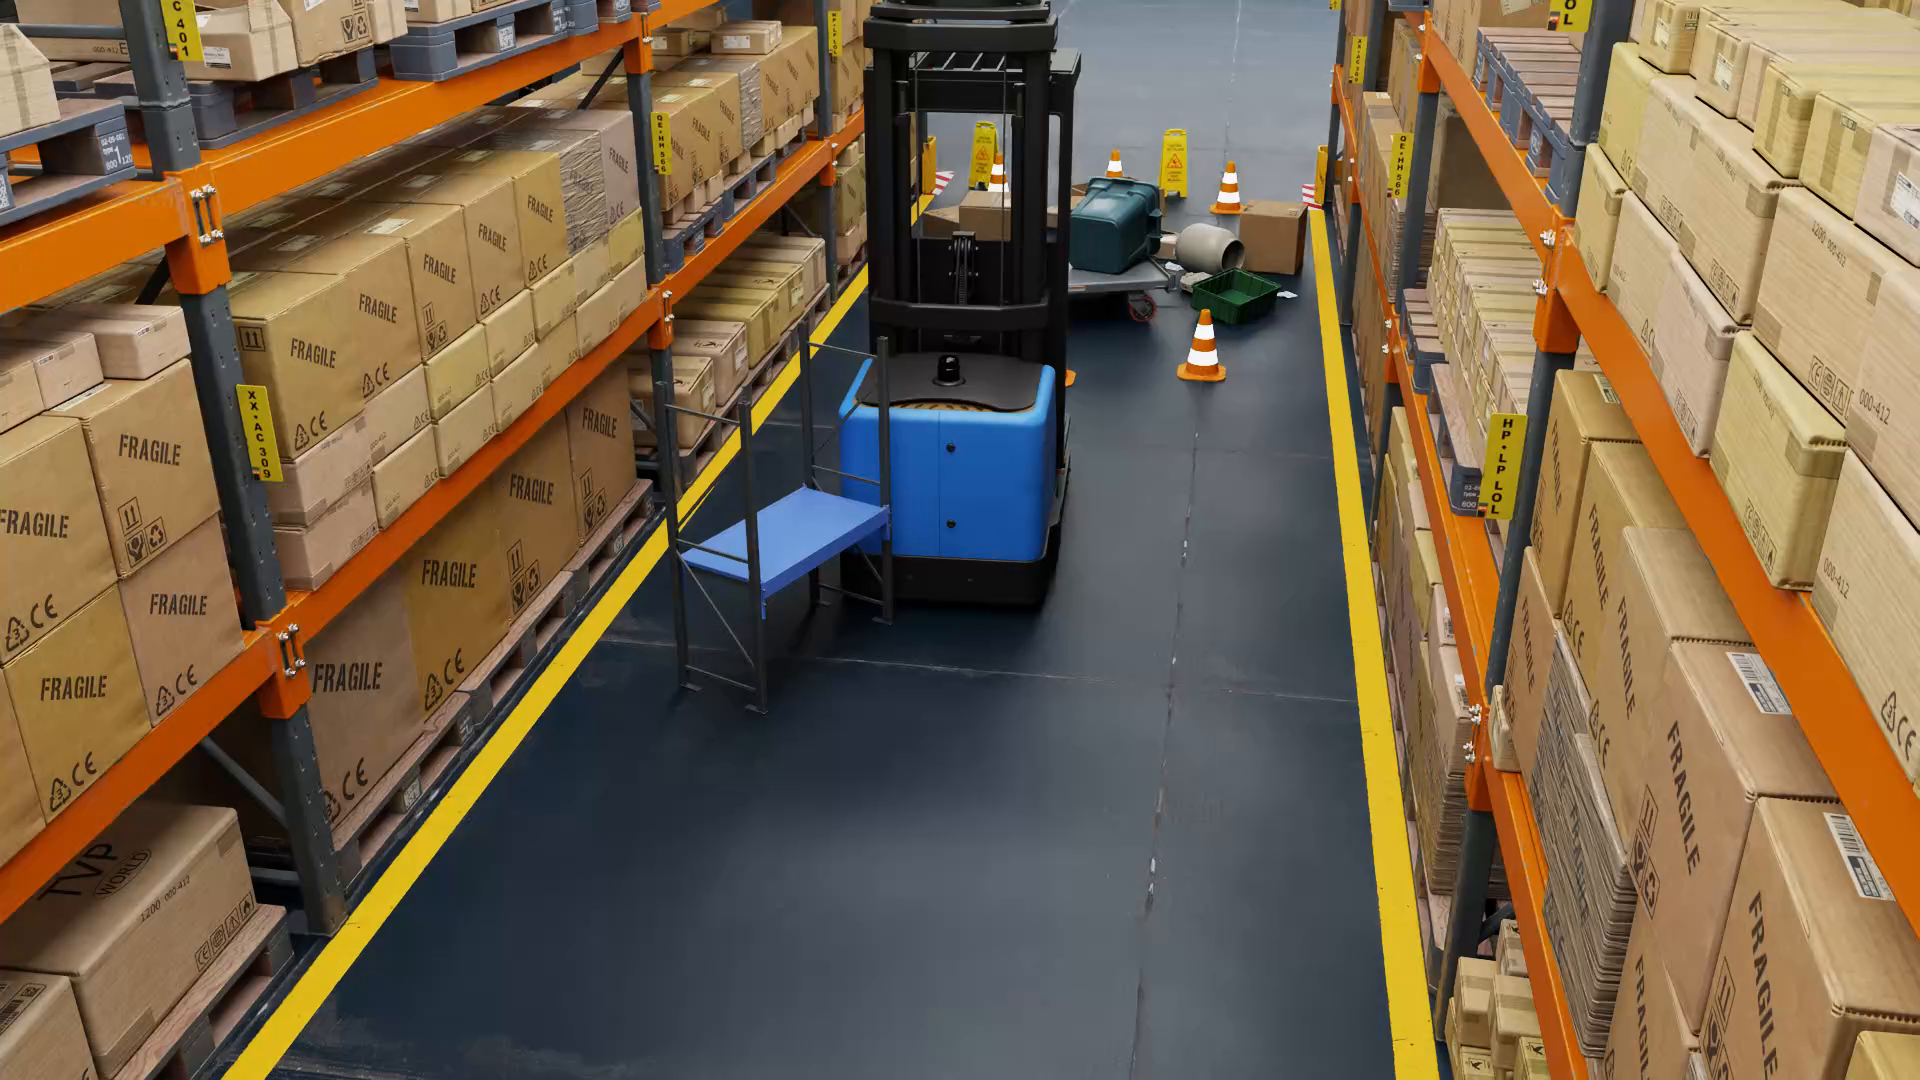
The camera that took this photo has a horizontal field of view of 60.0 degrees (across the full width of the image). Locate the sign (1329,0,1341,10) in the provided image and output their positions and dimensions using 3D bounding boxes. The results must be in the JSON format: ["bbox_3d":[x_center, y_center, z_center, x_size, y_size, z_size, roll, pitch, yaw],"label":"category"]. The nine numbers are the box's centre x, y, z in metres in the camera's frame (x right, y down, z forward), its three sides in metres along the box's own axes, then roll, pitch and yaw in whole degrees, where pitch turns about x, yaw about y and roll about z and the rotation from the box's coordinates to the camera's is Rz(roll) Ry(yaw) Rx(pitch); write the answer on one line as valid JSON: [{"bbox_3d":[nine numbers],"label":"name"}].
[{"bbox_3d":[3.525,-5.137,15.571,0.100,0.325,0.005,4,25,9],"label":"sign"}]

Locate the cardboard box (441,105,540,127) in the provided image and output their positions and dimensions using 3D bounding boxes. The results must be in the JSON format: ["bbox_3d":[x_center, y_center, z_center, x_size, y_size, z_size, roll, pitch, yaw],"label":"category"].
[{"bbox_3d":[-2.457,-1.931,8.540,0.500,0.500,0.500,3,25,7],"label":"cardboard box"}]

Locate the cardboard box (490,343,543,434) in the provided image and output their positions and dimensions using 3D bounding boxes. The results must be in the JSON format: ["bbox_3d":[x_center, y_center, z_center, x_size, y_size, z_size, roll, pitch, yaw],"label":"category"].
[{"bbox_3d":[-2.184,-0.686,7.353,0.500,0.250,0.500,4,25,8],"label":"cardboard box"}]

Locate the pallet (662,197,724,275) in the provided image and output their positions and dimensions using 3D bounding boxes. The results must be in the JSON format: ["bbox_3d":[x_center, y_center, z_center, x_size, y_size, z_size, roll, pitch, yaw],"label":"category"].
[{"bbox_3d":[-2.124,-1.841,9.871,1.213,0.211,1.003,4,25,9],"label":"pallet"}]

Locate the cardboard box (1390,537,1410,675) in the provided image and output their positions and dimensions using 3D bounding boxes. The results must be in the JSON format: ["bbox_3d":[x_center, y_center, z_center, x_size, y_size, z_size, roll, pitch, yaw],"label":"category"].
[{"bbox_3d":[2.239,0.324,7.473,0.500,0.500,0.500,3,25,7],"label":"cardboard box"}]

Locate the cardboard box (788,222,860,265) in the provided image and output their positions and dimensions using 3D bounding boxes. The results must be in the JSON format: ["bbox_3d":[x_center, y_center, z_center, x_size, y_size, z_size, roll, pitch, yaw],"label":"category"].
[{"bbox_3d":[-1.119,-2.468,13.733,0.500,0.250,0.500,3,25,6],"label":"cardboard box"}]

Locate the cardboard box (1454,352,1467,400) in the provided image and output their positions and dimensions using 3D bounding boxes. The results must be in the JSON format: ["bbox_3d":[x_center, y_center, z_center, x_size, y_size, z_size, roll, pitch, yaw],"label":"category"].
[{"bbox_3d":[2.277,-0.670,6.945,0.380,0.149,0.250,4,25,9],"label":"cardboard box"}]

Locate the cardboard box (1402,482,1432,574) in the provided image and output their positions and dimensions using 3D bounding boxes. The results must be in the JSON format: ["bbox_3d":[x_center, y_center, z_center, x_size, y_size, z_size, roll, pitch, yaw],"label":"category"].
[{"bbox_3d":[2.237,-0.030,7.344,0.500,0.250,0.500,4,25,9],"label":"cardboard box"}]

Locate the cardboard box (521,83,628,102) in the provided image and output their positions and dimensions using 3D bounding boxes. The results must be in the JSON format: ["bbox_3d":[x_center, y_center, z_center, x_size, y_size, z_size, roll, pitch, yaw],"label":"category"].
[{"bbox_3d":[-2.262,-2.419,9.916,0.500,0.500,0.500,4,25,8],"label":"cardboard box"}]

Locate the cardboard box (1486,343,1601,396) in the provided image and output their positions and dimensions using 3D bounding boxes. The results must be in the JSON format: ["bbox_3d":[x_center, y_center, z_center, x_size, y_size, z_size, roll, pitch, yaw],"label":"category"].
[{"bbox_3d":[2.157,-0.609,6.112,0.380,0.149,0.250,3,25,7],"label":"cardboard box"}]

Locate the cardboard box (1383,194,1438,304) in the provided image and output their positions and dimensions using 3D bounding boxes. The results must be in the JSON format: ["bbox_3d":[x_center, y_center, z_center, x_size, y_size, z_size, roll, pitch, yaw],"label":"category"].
[{"bbox_3d":[2.573,-1.574,8.957,0.500,0.500,0.500,4,25,9],"label":"cardboard box"}]

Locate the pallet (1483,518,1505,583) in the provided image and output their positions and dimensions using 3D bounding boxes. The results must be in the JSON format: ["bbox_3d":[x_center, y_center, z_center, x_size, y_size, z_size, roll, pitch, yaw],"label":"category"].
[{"bbox_3d":[2.379,0.128,5.664,1.003,0.211,1.213,4,25,9],"label":"pallet"}]

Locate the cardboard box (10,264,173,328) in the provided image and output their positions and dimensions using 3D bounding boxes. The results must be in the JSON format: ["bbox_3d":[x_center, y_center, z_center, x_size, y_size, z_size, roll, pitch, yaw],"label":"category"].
[{"bbox_3d":[-2.964,-0.652,5.807,0.500,0.500,0.500,5,26,10],"label":"cardboard box"}]

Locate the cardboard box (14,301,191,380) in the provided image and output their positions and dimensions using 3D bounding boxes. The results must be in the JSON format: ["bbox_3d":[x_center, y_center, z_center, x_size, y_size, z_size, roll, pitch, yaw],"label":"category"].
[{"bbox_3d":[-2.526,-0.591,4.911,0.380,0.149,0.250,4,25,7],"label":"cardboard box"}]

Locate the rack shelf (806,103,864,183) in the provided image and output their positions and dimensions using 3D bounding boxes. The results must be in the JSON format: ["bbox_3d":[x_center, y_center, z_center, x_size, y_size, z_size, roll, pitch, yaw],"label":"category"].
[{"bbox_3d":[-1.155,-3.806,14.692,1.077,0.370,4.000,4,25,9],"label":"rack shelf"}]

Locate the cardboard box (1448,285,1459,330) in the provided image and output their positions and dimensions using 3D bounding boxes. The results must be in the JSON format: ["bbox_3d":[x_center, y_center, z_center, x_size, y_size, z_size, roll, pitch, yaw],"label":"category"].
[{"bbox_3d":[2.364,-1.014,7.327,0.380,0.149,0.250,4,25,9],"label":"cardboard box"}]

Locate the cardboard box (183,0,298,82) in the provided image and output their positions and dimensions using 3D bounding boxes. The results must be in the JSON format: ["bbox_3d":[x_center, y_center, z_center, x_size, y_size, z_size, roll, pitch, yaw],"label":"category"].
[{"bbox_3d":[-2.362,-1.622,5.303,0.396,0.266,0.258,4,25,8],"label":"cardboard box"}]

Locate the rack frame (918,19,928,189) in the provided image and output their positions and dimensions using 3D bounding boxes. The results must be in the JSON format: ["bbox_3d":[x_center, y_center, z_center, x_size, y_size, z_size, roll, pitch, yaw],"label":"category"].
[{"bbox_3d":[-0.828,-4.968,16.326,1.000,3.000,0.127,4,25,9],"label":"rack frame"}]

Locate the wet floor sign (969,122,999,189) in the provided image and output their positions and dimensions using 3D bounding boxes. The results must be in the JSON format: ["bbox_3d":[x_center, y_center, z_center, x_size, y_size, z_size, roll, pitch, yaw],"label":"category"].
[{"bbox_3d":[0.259,-3.907,16.837,0.267,0.644,0.232,13,28,26],"label":"wet floor sign"}]

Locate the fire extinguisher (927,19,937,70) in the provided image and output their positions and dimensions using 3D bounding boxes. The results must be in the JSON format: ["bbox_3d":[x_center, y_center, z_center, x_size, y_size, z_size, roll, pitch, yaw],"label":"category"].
[{"bbox_3d":[-0.355,-4.949,16.377,0.296,0.674,0.183,4,25,9],"label":"fire extinguisher"}]

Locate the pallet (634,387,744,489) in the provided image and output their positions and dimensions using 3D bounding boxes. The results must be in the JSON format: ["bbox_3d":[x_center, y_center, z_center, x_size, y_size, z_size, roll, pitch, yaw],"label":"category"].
[{"bbox_3d":[-2.006,-0.686,10.467,1.003,0.211,1.213,4,25,9],"label":"pallet"}]

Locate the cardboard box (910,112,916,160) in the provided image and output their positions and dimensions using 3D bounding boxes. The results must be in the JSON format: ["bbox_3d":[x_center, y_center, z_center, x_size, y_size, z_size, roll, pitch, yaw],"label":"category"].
[{"bbox_3d":[-0.702,-3.900,15.907,0.500,0.500,0.500,4,25,9],"label":"cardboard box"}]

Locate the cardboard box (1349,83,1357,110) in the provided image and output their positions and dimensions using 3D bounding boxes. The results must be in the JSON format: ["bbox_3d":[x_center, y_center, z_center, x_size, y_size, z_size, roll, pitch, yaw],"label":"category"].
[{"bbox_3d":[3.726,-3.896,13.857,0.875,0.550,0.500,4,25,9],"label":"cardboard box"}]

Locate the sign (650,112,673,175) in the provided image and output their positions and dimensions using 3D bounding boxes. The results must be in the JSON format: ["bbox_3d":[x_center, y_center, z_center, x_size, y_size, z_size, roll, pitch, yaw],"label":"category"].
[{"bbox_3d":[-1.587,-2.110,8.853,0.100,0.325,0.005,4,25,9],"label":"sign"}]

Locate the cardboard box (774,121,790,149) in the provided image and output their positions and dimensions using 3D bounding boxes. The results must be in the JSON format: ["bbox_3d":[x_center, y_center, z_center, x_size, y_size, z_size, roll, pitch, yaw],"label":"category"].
[{"bbox_3d":[-1.399,-2.811,11.519,0.380,0.149,0.250,4,25,9],"label":"cardboard box"}]

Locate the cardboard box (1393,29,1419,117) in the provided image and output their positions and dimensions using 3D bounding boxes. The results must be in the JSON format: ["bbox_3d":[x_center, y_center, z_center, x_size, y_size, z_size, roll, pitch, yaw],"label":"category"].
[{"bbox_3d":[3.261,-3.070,10.972,0.700,0.500,0.500,4,25,8],"label":"cardboard box"}]

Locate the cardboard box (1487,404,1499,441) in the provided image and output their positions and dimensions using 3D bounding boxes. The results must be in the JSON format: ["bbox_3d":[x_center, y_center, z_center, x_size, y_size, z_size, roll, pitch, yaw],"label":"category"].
[{"bbox_3d":[2.107,-0.369,5.949,0.380,0.149,0.250,3,25,7],"label":"cardboard box"}]

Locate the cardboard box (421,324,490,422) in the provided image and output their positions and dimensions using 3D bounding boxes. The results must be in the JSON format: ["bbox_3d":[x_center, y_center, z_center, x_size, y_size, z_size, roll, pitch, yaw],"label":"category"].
[{"bbox_3d":[-2.273,-0.702,6.798,0.500,0.250,0.500,4,25,9],"label":"cardboard box"}]

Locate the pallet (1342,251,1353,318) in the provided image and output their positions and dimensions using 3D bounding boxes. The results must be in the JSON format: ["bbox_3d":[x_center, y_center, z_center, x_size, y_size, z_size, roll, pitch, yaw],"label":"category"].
[{"bbox_3d":[3.620,-2.044,13.369,1.003,0.211,1.213,4,25,9],"label":"pallet"}]

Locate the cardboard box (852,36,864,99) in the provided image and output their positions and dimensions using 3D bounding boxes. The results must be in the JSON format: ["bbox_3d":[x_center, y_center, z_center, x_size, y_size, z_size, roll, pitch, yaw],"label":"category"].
[{"bbox_3d":[-1.076,-3.852,13.472,0.500,0.500,0.500,4,25,8],"label":"cardboard box"}]

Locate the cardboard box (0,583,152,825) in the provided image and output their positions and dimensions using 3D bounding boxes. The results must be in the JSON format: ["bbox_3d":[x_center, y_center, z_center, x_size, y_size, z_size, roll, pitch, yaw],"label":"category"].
[{"bbox_3d":[-2.691,0.432,4.670,0.500,0.500,0.500,3,25,7],"label":"cardboard box"}]

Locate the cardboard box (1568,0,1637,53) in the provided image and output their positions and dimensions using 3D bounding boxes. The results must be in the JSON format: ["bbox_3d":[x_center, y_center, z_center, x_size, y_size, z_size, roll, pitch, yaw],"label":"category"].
[{"bbox_3d":[2.493,-1.881,5.575,0.797,0.503,0.637,4,25,8],"label":"cardboard box"}]

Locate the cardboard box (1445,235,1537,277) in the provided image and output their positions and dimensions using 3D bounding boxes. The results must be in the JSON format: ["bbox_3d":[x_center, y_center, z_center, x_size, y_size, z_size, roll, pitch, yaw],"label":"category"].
[{"bbox_3d":[2.412,-1.273,7.530,0.380,0.149,0.250,4,25,8],"label":"cardboard box"}]

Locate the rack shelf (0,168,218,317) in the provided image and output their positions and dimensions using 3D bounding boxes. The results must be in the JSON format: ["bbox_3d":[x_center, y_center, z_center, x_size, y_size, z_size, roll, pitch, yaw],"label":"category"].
[{"bbox_3d":[-3.116,-0.146,3.333,1.077,0.370,4.000,4,25,9],"label":"rack shelf"}]

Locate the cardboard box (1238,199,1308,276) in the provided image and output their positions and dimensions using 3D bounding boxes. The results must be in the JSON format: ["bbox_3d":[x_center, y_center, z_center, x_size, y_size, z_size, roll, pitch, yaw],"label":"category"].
[{"bbox_3d":[2.659,-2.584,14.178,0.500,0.500,0.500,8,26,18],"label":"cardboard box"}]

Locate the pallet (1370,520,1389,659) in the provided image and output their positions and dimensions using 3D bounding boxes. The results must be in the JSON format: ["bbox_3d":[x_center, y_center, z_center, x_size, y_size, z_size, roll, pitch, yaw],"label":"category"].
[{"bbox_3d":[2.635,0.268,8.429,1.003,0.211,1.213,4,25,9],"label":"pallet"}]

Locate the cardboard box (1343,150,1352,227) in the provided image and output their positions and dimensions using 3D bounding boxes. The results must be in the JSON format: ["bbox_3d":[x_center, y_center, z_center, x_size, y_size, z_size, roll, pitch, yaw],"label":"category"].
[{"bbox_3d":[3.885,-3.239,14.643,0.875,0.875,0.875,4,25,8],"label":"cardboard box"}]

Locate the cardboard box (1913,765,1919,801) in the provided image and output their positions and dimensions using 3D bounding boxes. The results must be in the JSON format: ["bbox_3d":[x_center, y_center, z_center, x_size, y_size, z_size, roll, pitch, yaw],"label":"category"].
[{"bbox_3d":[1.347,0.311,1.686,0.500,0.250,0.500,4,25,9],"label":"cardboard box"}]

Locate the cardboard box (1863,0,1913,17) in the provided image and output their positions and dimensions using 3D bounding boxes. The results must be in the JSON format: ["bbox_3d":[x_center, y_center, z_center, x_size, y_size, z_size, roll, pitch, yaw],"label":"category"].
[{"bbox_3d":[2.330,-1.197,3.847,0.380,0.149,0.250,3,25,6],"label":"cardboard box"}]

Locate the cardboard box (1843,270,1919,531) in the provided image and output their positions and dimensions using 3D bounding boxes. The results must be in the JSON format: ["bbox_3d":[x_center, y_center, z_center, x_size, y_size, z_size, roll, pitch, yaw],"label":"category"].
[{"bbox_3d":[1.450,-0.131,2.041,0.500,0.250,0.500,4,25,9],"label":"cardboard box"}]

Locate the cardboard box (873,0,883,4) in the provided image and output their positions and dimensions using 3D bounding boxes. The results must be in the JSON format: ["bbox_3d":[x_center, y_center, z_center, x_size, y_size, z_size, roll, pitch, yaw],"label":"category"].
[{"bbox_3d":[-0.982,-4.517,13.715,0.700,0.500,0.500,3,25,7],"label":"cardboard box"}]

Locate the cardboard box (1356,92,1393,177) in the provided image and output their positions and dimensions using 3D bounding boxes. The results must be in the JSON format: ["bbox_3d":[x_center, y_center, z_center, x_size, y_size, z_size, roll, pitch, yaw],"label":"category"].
[{"bbox_3d":[3.067,-2.839,11.658,0.500,0.500,0.500,4,25,9],"label":"cardboard box"}]

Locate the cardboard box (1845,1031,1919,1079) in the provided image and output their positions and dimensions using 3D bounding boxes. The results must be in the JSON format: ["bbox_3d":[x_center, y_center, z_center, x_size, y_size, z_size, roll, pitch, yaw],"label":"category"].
[{"bbox_3d":[1.369,0.971,1.990,0.500,0.500,0.500,3,25,7],"label":"cardboard box"}]

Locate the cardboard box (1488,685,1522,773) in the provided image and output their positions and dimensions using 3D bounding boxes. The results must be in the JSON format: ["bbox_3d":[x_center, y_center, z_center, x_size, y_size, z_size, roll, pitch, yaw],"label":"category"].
[{"bbox_3d":[1.742,0.561,4.810,0.380,0.149,0.250,5,26,10],"label":"cardboard box"}]

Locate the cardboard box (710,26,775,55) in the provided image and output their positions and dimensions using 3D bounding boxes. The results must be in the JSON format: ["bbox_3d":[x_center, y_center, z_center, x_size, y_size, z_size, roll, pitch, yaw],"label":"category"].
[{"bbox_3d":[-1.456,-3.345,11.129,0.380,0.149,0.250,3,25,6],"label":"cardboard box"}]

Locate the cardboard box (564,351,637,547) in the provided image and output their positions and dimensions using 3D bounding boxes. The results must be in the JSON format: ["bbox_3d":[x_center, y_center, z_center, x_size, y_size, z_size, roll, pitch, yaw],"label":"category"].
[{"bbox_3d":[-2.330,-0.567,8.934,0.875,0.875,0.875,4,25,8],"label":"cardboard box"}]

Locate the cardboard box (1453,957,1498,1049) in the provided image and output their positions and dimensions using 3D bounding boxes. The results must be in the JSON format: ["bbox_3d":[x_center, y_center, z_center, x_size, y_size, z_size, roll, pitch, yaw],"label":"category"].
[{"bbox_3d":[1.736,1.447,5.137,0.380,0.149,0.250,5,26,11],"label":"cardboard box"}]

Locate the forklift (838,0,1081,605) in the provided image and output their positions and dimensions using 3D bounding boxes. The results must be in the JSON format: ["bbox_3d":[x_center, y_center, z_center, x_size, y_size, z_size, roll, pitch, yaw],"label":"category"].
[{"bbox_3d":[0.074,-1.593,9.195,1.130,2.935,3.031,3,25,6],"label":"forklift"}]

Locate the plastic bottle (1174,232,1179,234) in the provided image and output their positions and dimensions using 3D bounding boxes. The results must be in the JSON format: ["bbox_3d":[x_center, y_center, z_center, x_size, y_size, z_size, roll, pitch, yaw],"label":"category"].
[{"bbox_3d":[1.936,-2.699,14.943,0.133,0.061,0.283,-5,25,-10],"label":"plastic bottle"}]

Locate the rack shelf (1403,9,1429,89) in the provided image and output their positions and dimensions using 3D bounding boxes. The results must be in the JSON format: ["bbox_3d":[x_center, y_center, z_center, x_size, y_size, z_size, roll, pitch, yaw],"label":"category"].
[{"bbox_3d":[3.091,-3.191,9.839,1.077,0.370,4.000,4,25,9],"label":"rack shelf"}]

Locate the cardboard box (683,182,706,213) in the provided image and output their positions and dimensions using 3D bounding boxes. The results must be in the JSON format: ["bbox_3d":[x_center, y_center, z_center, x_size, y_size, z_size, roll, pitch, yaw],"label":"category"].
[{"bbox_3d":[-1.729,-2.049,9.890,0.380,0.149,0.250,2,25,5],"label":"cardboard box"}]

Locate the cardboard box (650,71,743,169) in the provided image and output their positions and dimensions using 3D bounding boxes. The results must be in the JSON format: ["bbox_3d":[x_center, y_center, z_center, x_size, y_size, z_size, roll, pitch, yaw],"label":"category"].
[{"bbox_3d":[-1.675,-2.606,10.315,0.500,0.500,0.500,4,25,9],"label":"cardboard box"}]

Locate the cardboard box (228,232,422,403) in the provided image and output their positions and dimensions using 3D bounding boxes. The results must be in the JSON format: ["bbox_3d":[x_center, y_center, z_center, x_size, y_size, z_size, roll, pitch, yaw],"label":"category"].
[{"bbox_3d":[-2.378,-0.826,6.180,0.500,0.500,0.500,4,25,8],"label":"cardboard box"}]

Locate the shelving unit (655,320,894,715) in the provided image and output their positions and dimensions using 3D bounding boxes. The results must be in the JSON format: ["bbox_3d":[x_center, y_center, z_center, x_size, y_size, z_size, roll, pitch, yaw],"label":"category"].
[{"bbox_3d":[-0.823,-0.128,7.754,0.538,1.500,1.048,15,29,29],"label":"shelving unit"}]
